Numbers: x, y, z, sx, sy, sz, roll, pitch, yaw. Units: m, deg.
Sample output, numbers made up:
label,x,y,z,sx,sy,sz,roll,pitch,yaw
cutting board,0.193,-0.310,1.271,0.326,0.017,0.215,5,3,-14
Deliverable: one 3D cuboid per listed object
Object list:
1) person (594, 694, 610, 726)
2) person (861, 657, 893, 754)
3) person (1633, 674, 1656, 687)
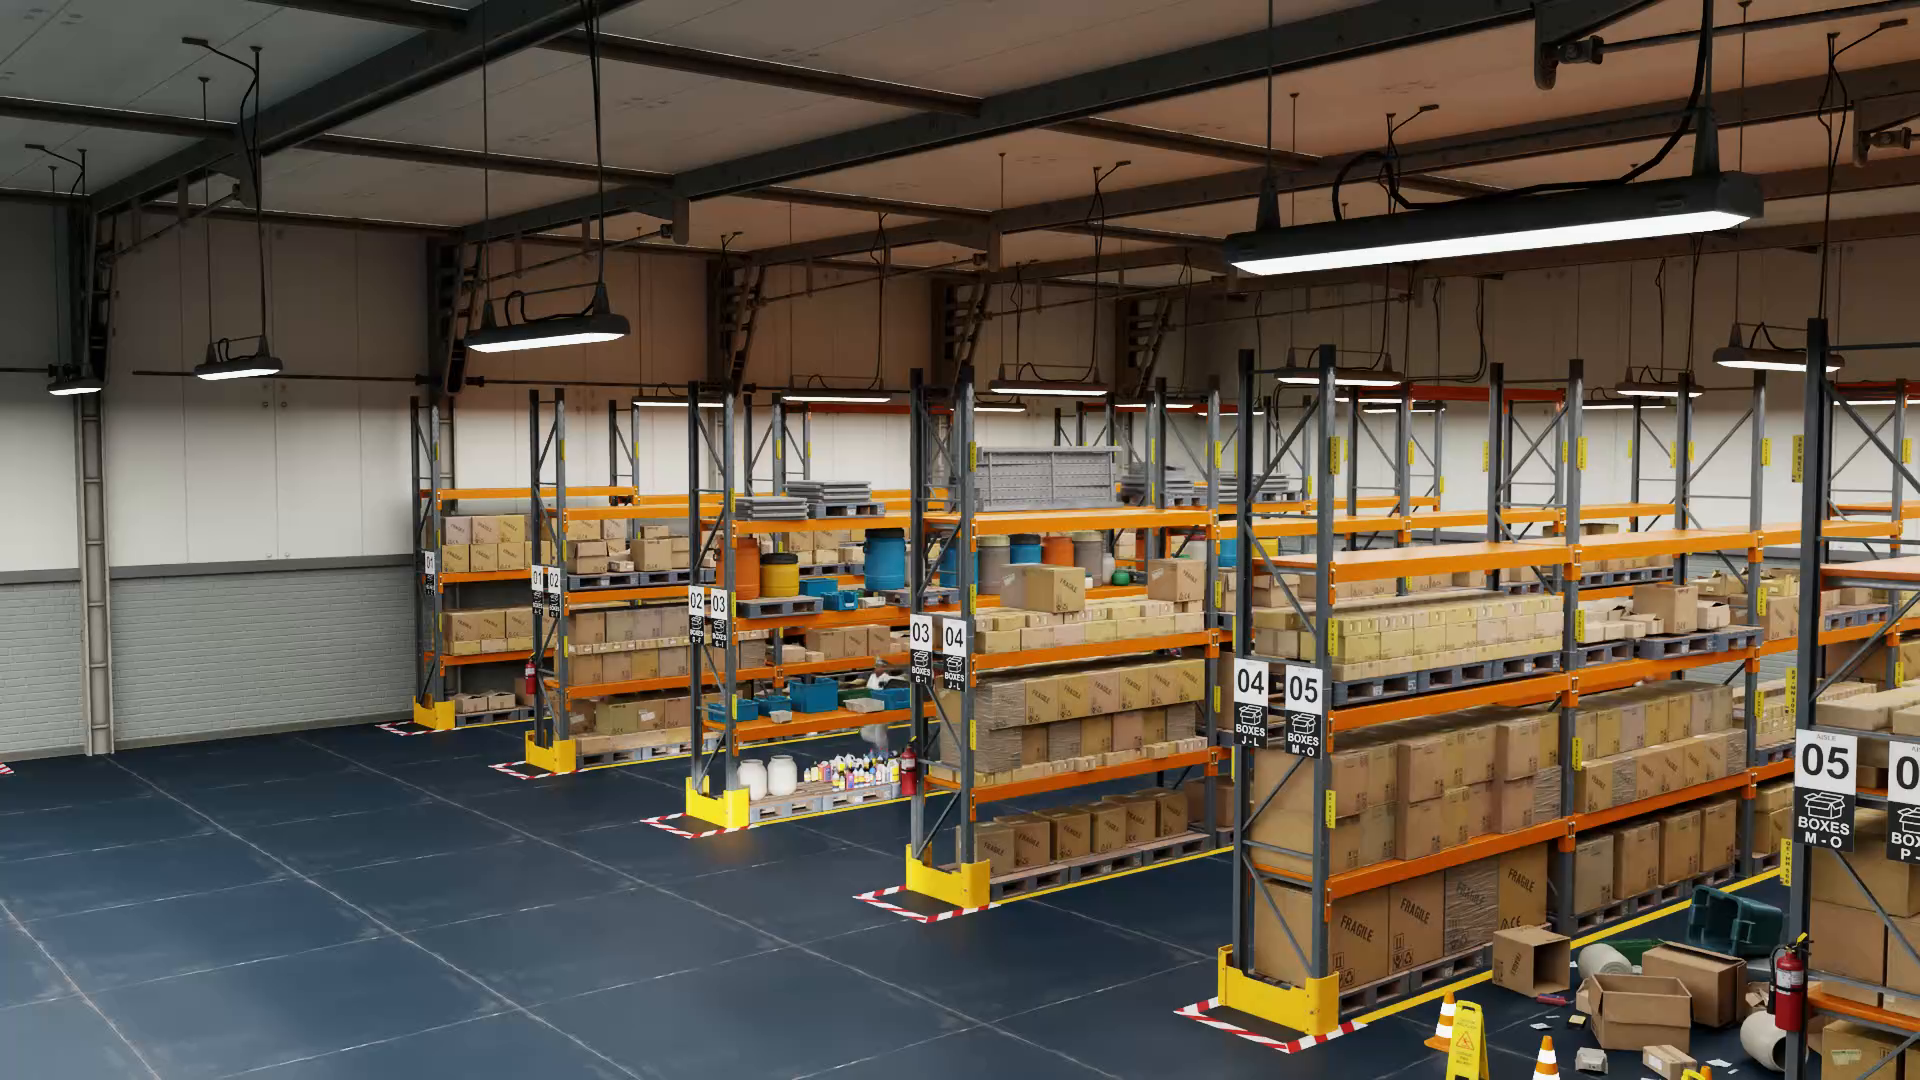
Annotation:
label,x,y,z,sx,sy,sz,roll,pitch,yaw
person,-6.068,2.651,28.785,0.802,1.626,0.589,-3,5,-43
person,-1.319,2.732,26.556,0.658,1.734,0.591,3,4,39
person,10.380,2.794,25.140,0.632,1.846,0.784,3,5,43
